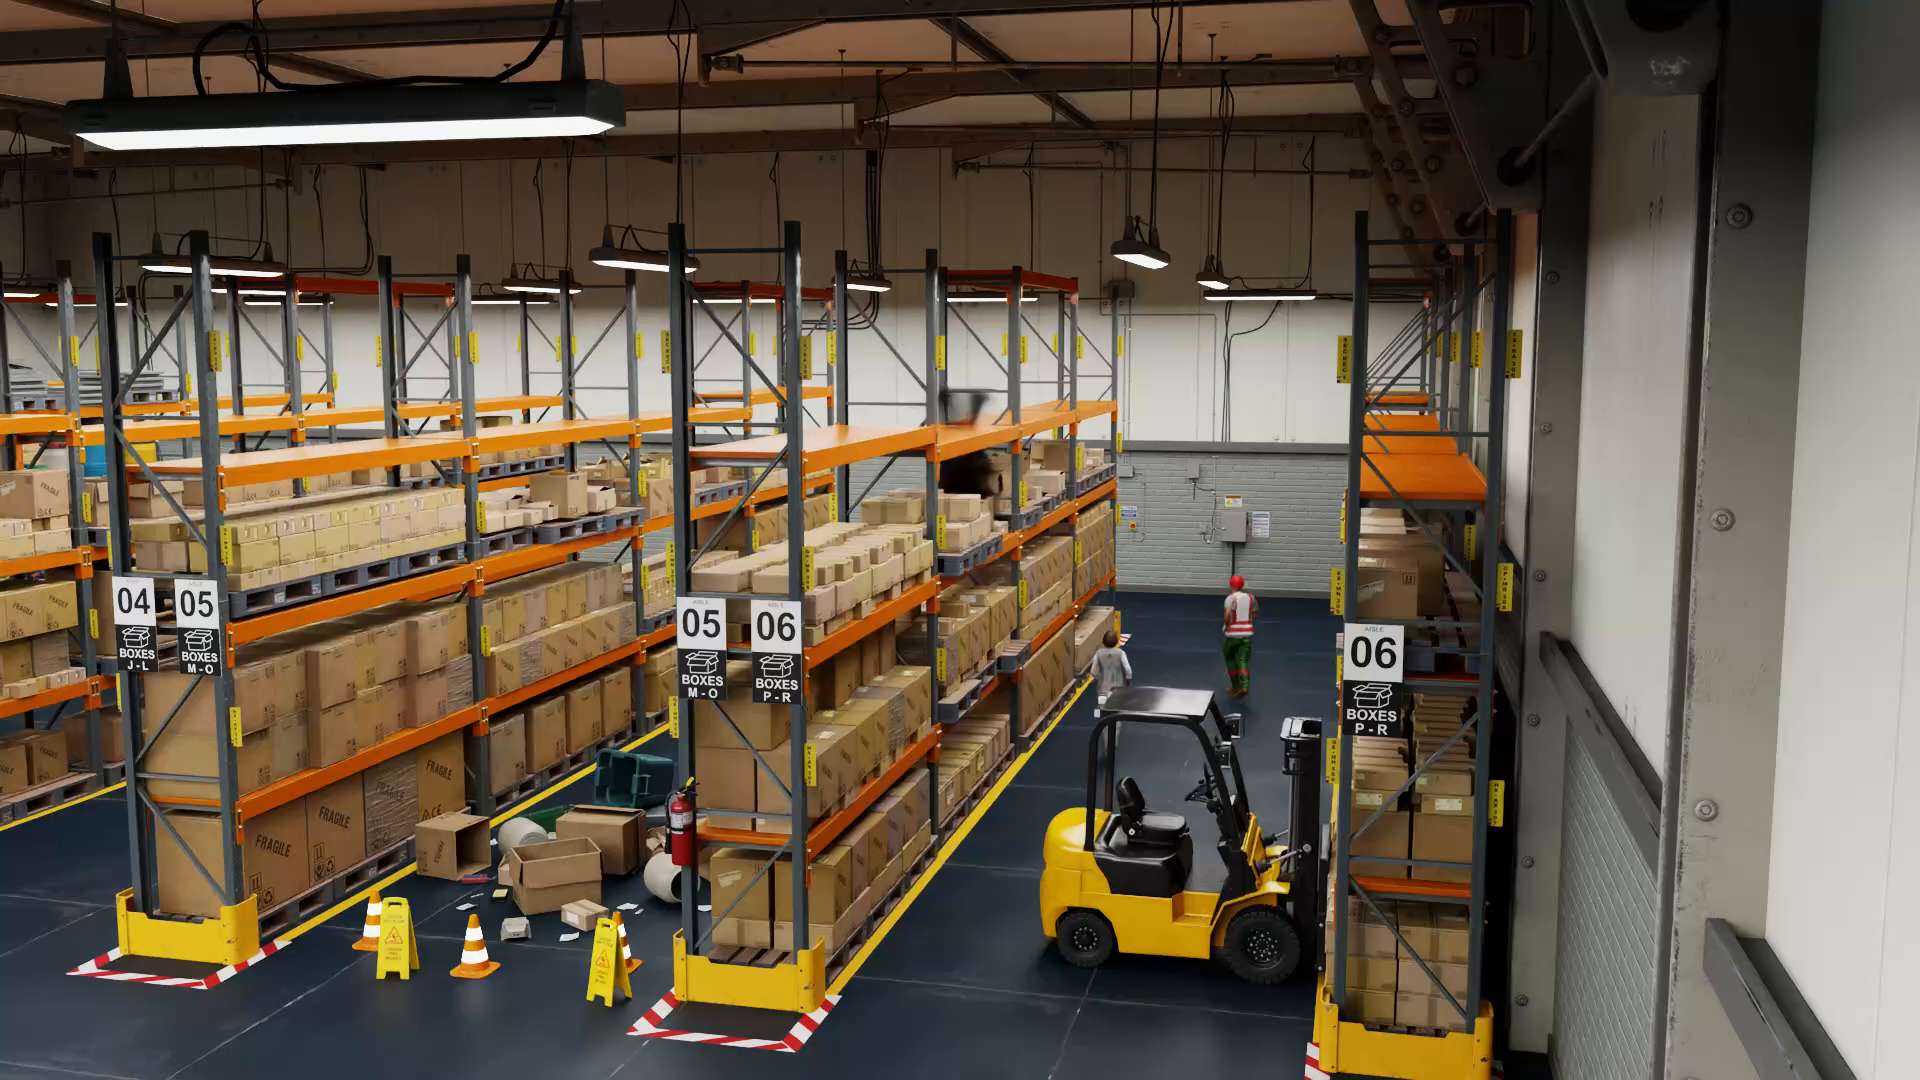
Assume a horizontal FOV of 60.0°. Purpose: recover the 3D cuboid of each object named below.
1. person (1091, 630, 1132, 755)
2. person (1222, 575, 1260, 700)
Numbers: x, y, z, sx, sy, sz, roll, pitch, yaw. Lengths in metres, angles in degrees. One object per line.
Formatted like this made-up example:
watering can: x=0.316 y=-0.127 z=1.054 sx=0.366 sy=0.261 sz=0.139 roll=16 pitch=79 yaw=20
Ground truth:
person: x=1.893 y=1.896 z=20.694 sx=0.531 sy=1.525 sz=0.560 roll=2 pitch=7 yaw=12
person: x=4.038 y=1.349 z=23.769 sx=0.621 sy=1.670 sz=0.814 roll=-1 pitch=7 yaw=-11
